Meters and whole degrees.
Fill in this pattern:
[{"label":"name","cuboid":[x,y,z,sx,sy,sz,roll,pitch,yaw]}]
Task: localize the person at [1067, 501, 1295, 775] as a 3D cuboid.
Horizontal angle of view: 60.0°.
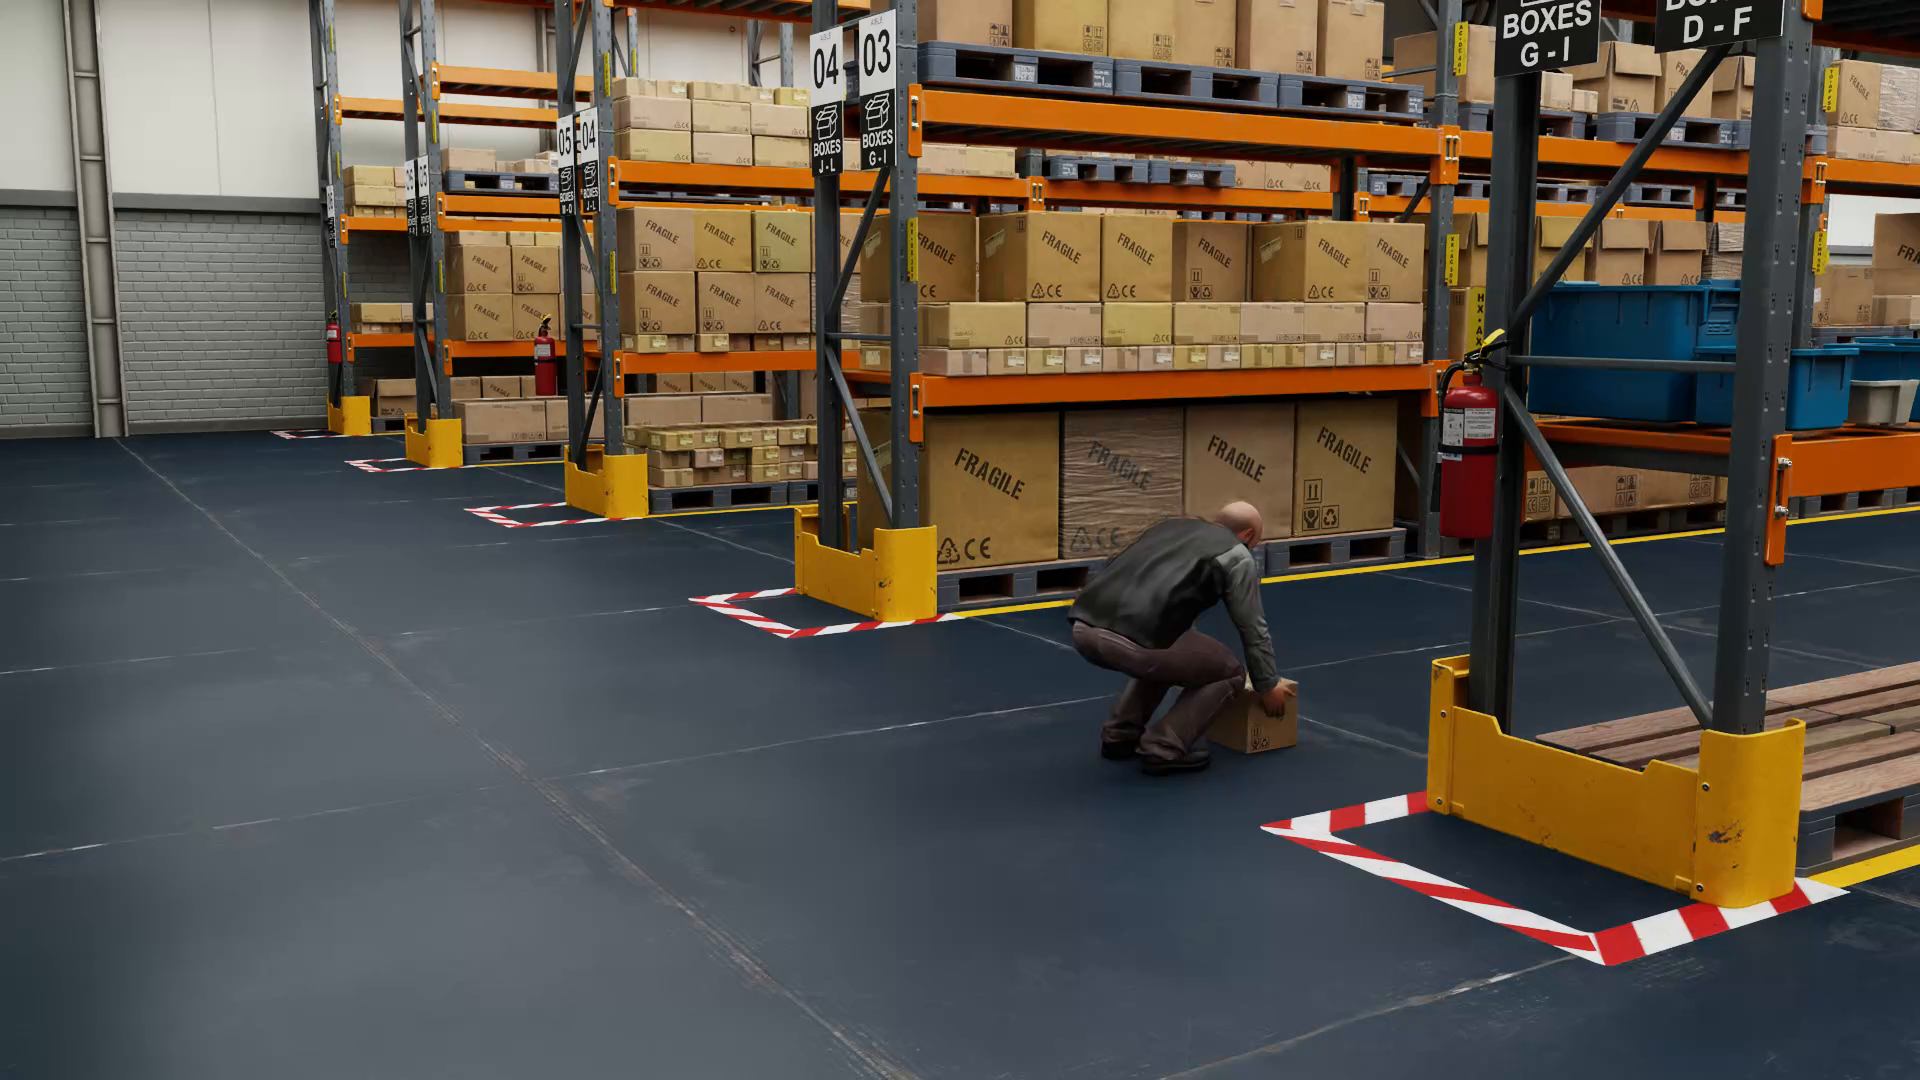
[{"label":"person","cuboid":[0.810,0.349,6.239,0.869,0.942,0.544,-5,9,-31]}]
